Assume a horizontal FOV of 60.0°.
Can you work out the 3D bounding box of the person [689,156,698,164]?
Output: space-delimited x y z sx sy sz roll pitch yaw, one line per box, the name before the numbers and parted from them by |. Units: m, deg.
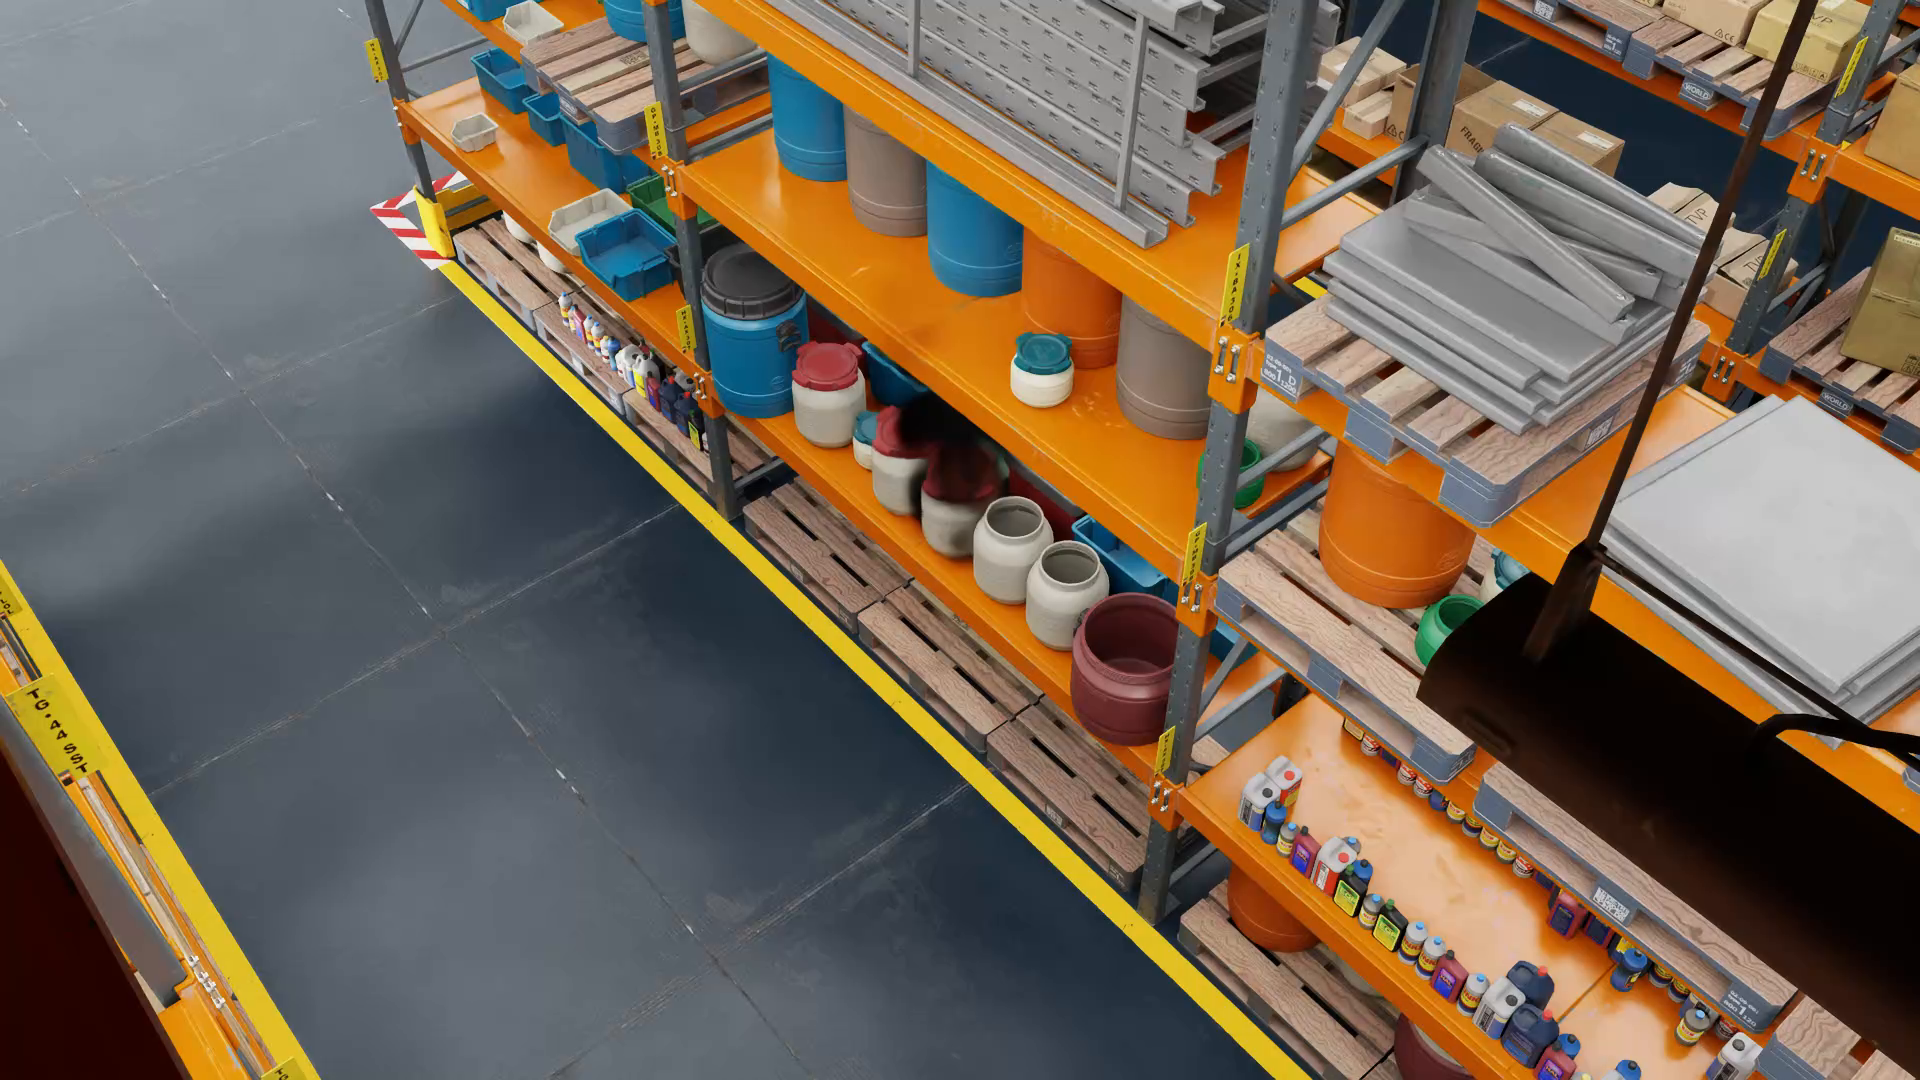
person | -2.328 -3.665 13.267 0.666 1.732 0.688 36 56 29
